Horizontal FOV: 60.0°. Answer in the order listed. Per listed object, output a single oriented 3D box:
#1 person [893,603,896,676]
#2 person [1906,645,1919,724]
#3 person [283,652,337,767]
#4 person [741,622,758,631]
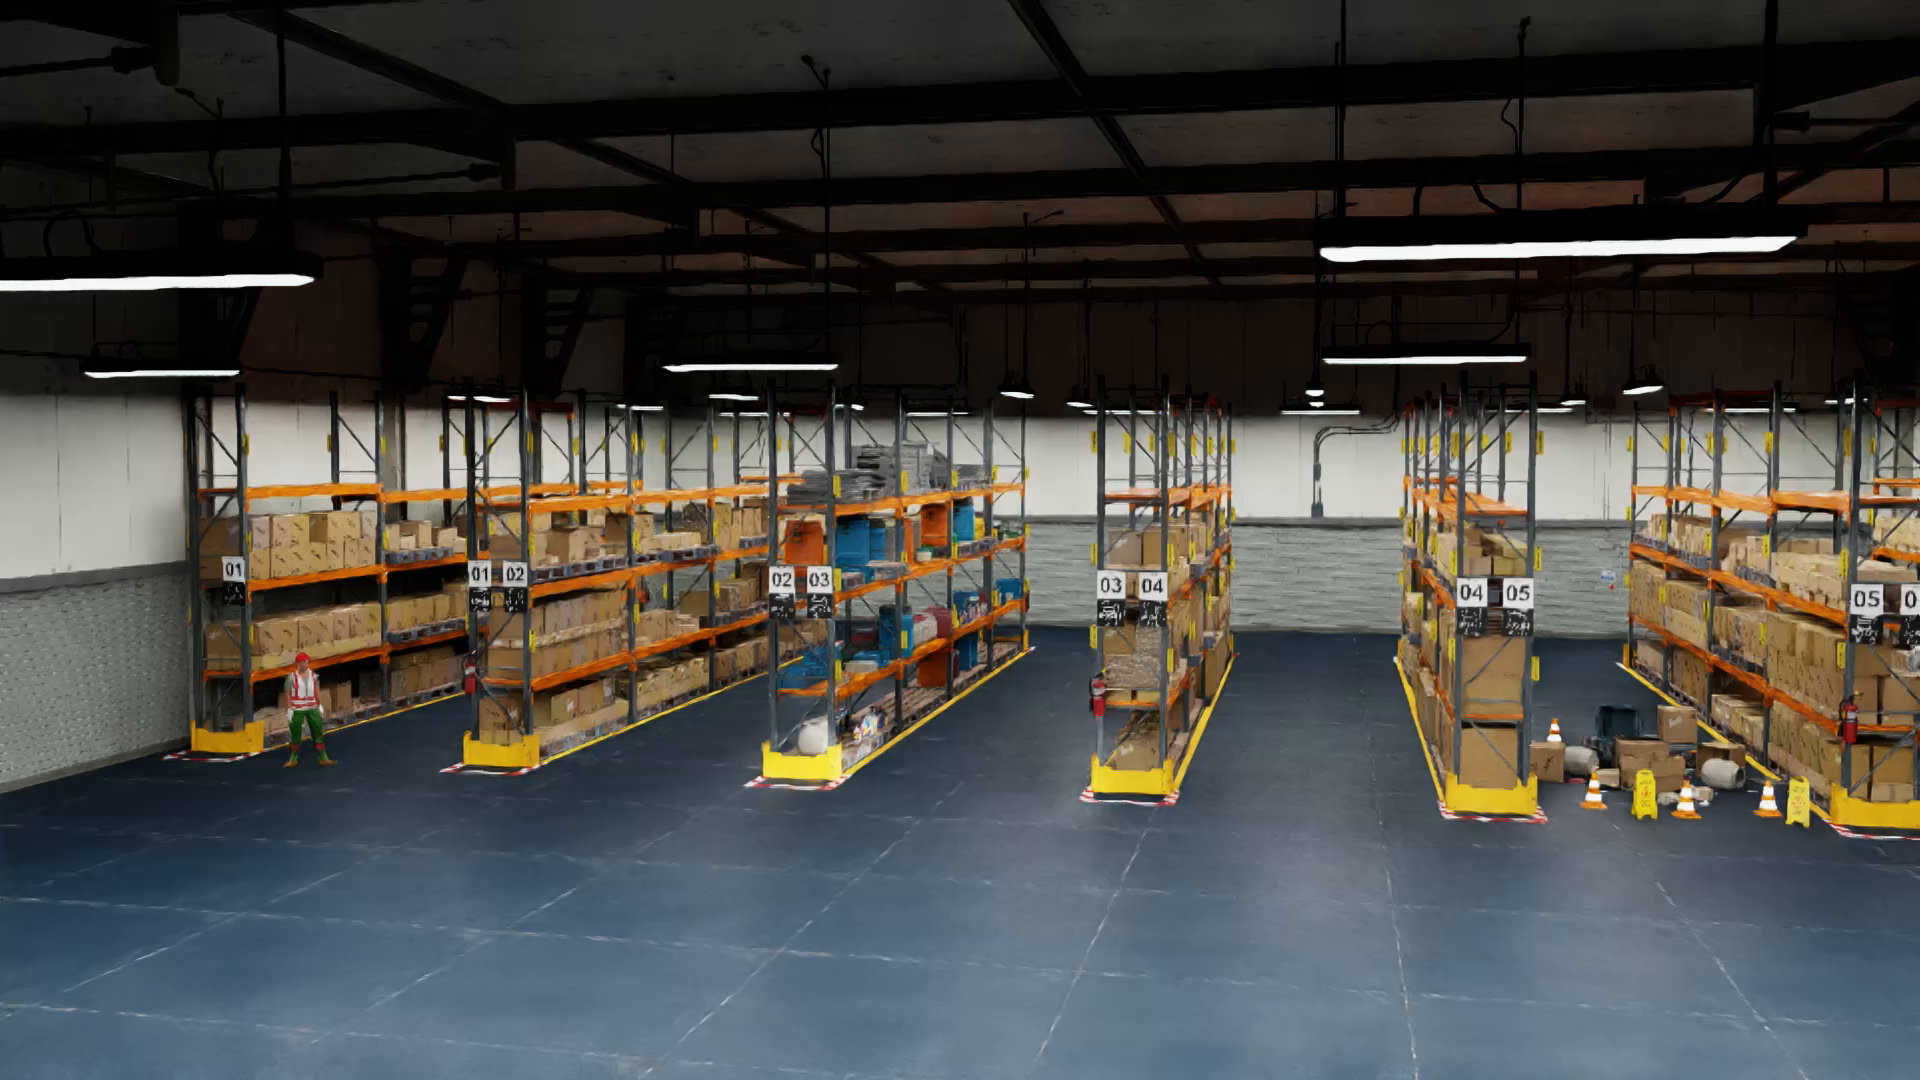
[{"bbox_3d":[-1.377,2.140,36.026,0.497,1.578,1.090,1,3,15],"label":"person"},{"bbox_3d":[16.809,2.431,29.236,0.583,1.768,0.630,3,4,37],"label":"person"},{"bbox_3d":[-10.127,2.621,25.798,0.718,1.781,0.566,-3,4,-39],"label":"person"},{"bbox_3d":[-5.303,1.752,41.855,0.702,1.734,0.549,1,3,12],"label":"person"}]
